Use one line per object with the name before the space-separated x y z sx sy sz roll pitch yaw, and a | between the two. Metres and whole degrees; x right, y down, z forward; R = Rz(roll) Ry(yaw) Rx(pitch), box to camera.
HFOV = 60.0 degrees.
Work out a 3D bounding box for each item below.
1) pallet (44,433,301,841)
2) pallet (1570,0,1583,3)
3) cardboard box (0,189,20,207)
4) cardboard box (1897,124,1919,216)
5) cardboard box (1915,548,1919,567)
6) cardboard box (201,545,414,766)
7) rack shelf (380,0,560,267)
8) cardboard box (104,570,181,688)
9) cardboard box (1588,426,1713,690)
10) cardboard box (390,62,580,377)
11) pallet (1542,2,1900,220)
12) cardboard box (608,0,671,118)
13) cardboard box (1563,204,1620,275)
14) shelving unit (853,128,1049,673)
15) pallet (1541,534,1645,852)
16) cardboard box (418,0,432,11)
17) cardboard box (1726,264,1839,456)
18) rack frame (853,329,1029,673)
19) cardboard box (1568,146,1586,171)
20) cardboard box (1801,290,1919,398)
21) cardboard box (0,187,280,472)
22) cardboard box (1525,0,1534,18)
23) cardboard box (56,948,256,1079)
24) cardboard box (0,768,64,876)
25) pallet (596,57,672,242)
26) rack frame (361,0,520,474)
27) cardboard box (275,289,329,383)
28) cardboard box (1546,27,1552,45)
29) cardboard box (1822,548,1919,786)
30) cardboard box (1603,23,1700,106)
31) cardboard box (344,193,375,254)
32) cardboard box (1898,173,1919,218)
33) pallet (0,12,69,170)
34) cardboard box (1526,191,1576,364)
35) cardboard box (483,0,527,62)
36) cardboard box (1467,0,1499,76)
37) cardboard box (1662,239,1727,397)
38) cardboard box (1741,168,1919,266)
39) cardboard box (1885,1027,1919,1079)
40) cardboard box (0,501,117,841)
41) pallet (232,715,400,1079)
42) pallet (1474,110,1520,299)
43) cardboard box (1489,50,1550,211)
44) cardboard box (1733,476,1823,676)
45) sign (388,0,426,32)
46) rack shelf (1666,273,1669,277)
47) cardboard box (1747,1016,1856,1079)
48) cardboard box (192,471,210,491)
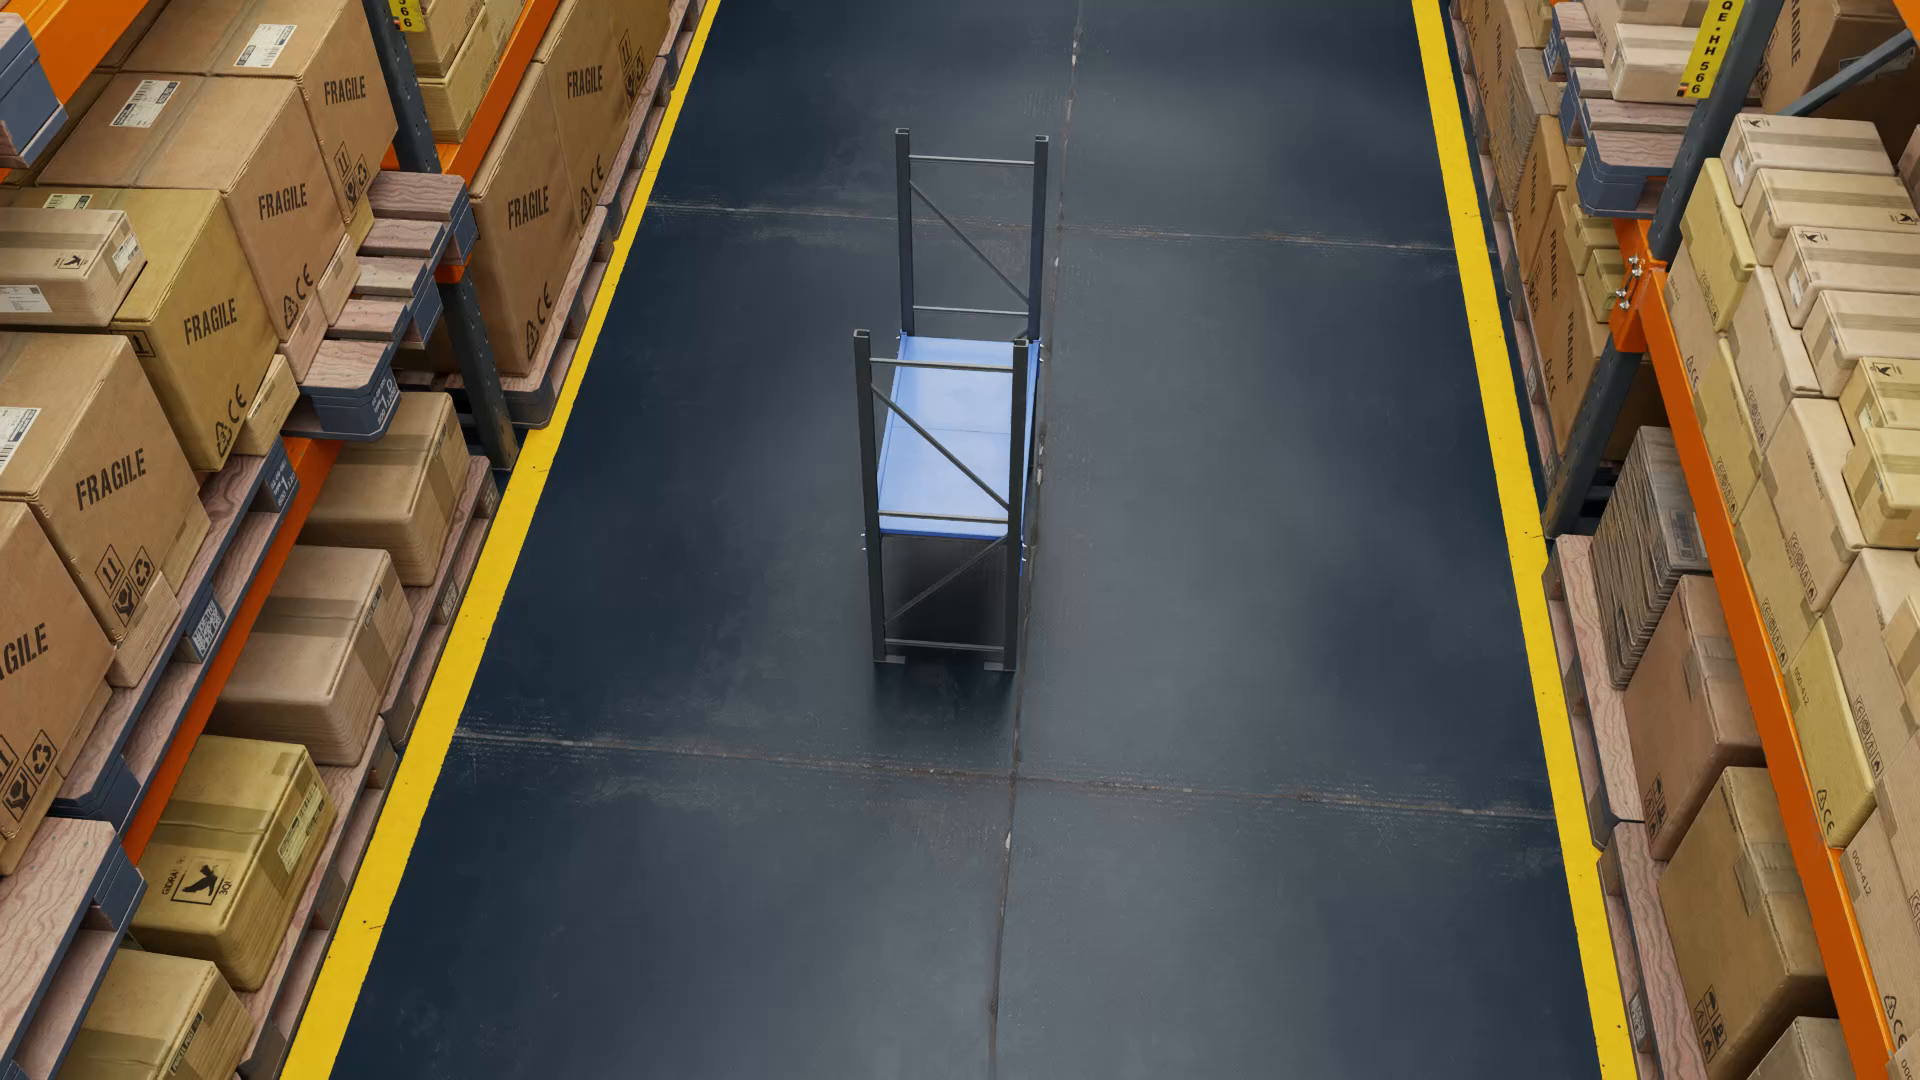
pallet | -2.382 0.171 4.191 1.003 0.211 1.213 4 48 4
pallet | 2.873 -2.385 6.529 1.003 0.211 1.213 4 48 4
cardboard box | -2.597 -0.538 4.156 0.500 0.500 0.500 5 48 4
cardboard box | 2.872 -1.021 4.643 0.380 0.149 0.250 5 48 5
cardboard box | 2.344 0.088 3.629 0.380 0.149 0.250 4 48 4
cardboard box | -2.364 0.351 5.393 0.950 0.372 0.625 3 48 3
rack shelf | -2.061 -2.578 7.063 1.077 0.370 4.000 4 48 4
cardboard box | -2.096 0.190 3.929 0.380 0.149 0.250 6 48 5
cardboard box | 2.630 0.097 5.454 0.875 0.625 0.625 5 48 5
cardboard box | -2.097 -1.278 6.542 0.875 0.875 0.875 3 48 3
pallet | 2.692 -1.459 5.681 1.213 0.211 1.003 4 48 4
cardboard box | -1.930 -2.590 7.742 0.875 0.875 0.875 5 48 5
cardboard box | 2.487 -1.120 6.212 0.380 0.149 0.250 2 48 2
shelving unit | -0.008 -0.443 5.639 0.538 1.500 1.048 4 48 4
pallet | 2.587 0.523 5.629 1.003 0.211 1.213 4 48 4
cardboard box | -1.954 -2.069 5.364 0.500 0.500 0.500 2 48 2
cardboard box | 2.370 -0.461 4.402 0.500 0.250 0.500 5 48 5
rack frame | -0.054 -0.070 5.298 0.500 1.500 0.032 4 48 4
cardboard box | 2.625 -1.502 6.560 0.380 0.149 0.250 5 48 5
cardboard box | 2.346 -0.479 4.148 0.380 0.149 0.250 4 48 4
cardboard box | -2.088 -0.523 4.142 0.500 0.500 0.500 1 48 1
cardboard box | 2.736 -2.450 7.427 0.380 0.149 0.250 4 48 3
cardboard box | -2.500 1.419 4.416 0.950 0.372 0.625 7 48 6
cardboard box | -2.196 0.563 3.588 0.380 0.149 0.250 5 48 4
pallet | -1.982 -1.879 7.825 1.003 0.211 1.213 4 48 4
rack frame | -2.243 -1.352 5.453 1.000 3.000 0.127 4 48 4
cardboard box | -2.000 -0.577 4.631 0.380 0.149 0.250 2 48 2
cardboard box | 2.715 -2.067 7.078 0.380 0.149 0.250 4 48 4
cardboard box | 2.283 0.299 3.706 0.500 0.250 0.500 4 48 4
cardboard box | 2.378 -1.586 5.553 0.380 0.149 0.250 5 48 4
cardboard box | -1.991 -0.950 4.972 0.380 0.149 0.250 5 48 4
cardboard box | 2.936 -0.790 4.703 0.500 0.250 0.500 5 48 4
pallet | -2.354 -0.570 2.833 1.213 0.211 1.003 4 48 4
cardboard box | 2.581 -1.011 6.551 0.500 0.500 0.500 3 48 3
cardboard box | -1.918 -2.022 6.168 0.500 0.250 0.500 3 48 2
cardboard box | 2.758 -2.526 7.937 0.500 0.500 0.500 3 48 3
cardboard box | 2.417 -0.660 4.923 0.500 0.250 0.500 4 48 4
cardboard box | 2.355 -0.863 4.499 0.380 0.149 0.250 5 48 4
cardboard box | 2.162 1.212 3.211 0.500 0.250 0.500 4 48 3
cardboard box | -2.175 0.256 3.429 0.500 0.500 0.500 4 48 3
pallet | -2.429 1.058 5.140 1.003 0.211 1.213 4 48 4
pallet | 2.920 -1.519 7.497 1.003 0.211 1.213 4 48 4
cardboard box | 2.655 -1.779 7.253 0.500 0.500 0.500 2 48 2
cardboard box | 2.326 0.088 4.238 0.500 0.250 0.500 2 48 2
sign | -1.702 -1.686 5.028 0.100 0.325 0.005 4 48 4
rack shelf | 2.518 0.626 4.000 0.919 0.124 3.809 4 48 4
cardboard box | 2.451 1.625 4.056 0.875 0.625 0.625 3 48 3
cardboard box | -2.160 -0.198 4.284 0.380 0.149 0.250 4 48 4
